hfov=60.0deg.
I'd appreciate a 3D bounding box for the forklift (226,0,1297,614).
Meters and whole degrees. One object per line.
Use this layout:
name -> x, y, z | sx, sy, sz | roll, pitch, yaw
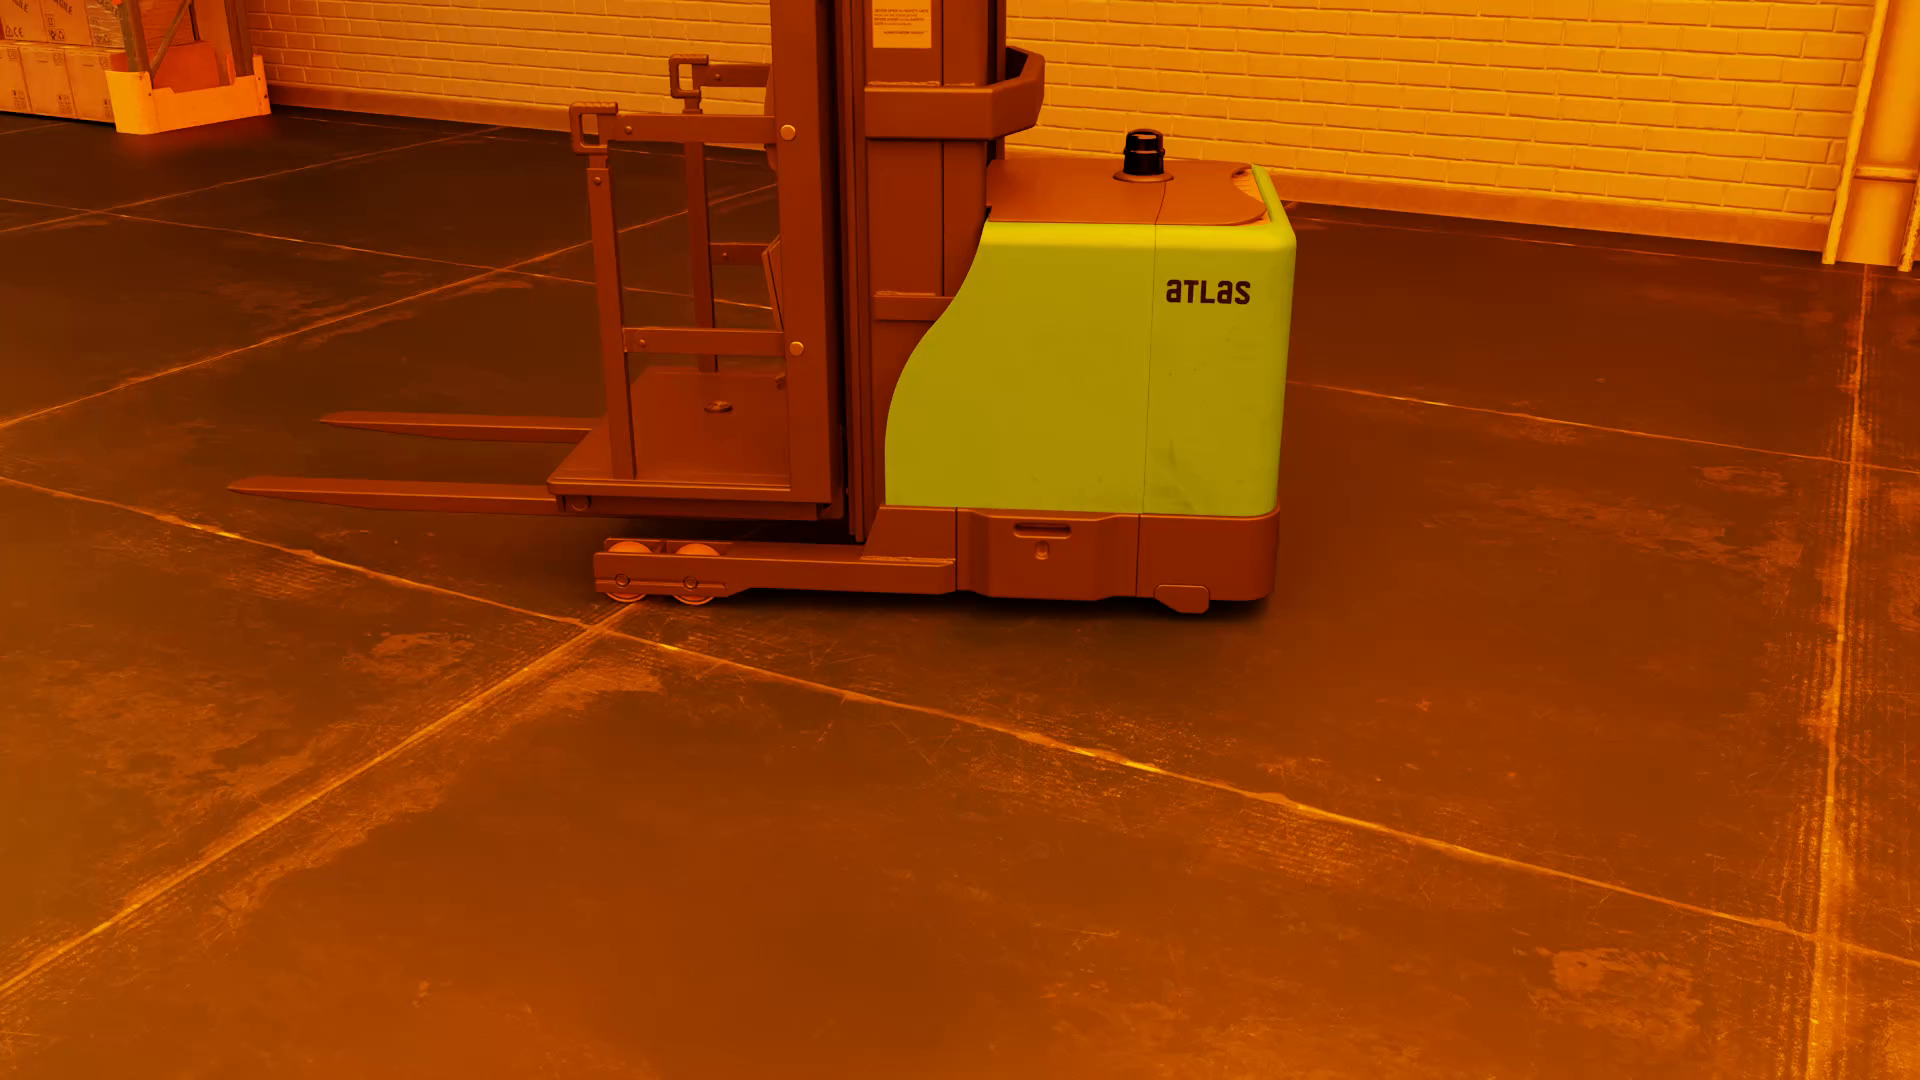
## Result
forklift -> -0.606, -1.371, 4.546 | 3.031, 2.935, 1.130 | 2, 23, 5
